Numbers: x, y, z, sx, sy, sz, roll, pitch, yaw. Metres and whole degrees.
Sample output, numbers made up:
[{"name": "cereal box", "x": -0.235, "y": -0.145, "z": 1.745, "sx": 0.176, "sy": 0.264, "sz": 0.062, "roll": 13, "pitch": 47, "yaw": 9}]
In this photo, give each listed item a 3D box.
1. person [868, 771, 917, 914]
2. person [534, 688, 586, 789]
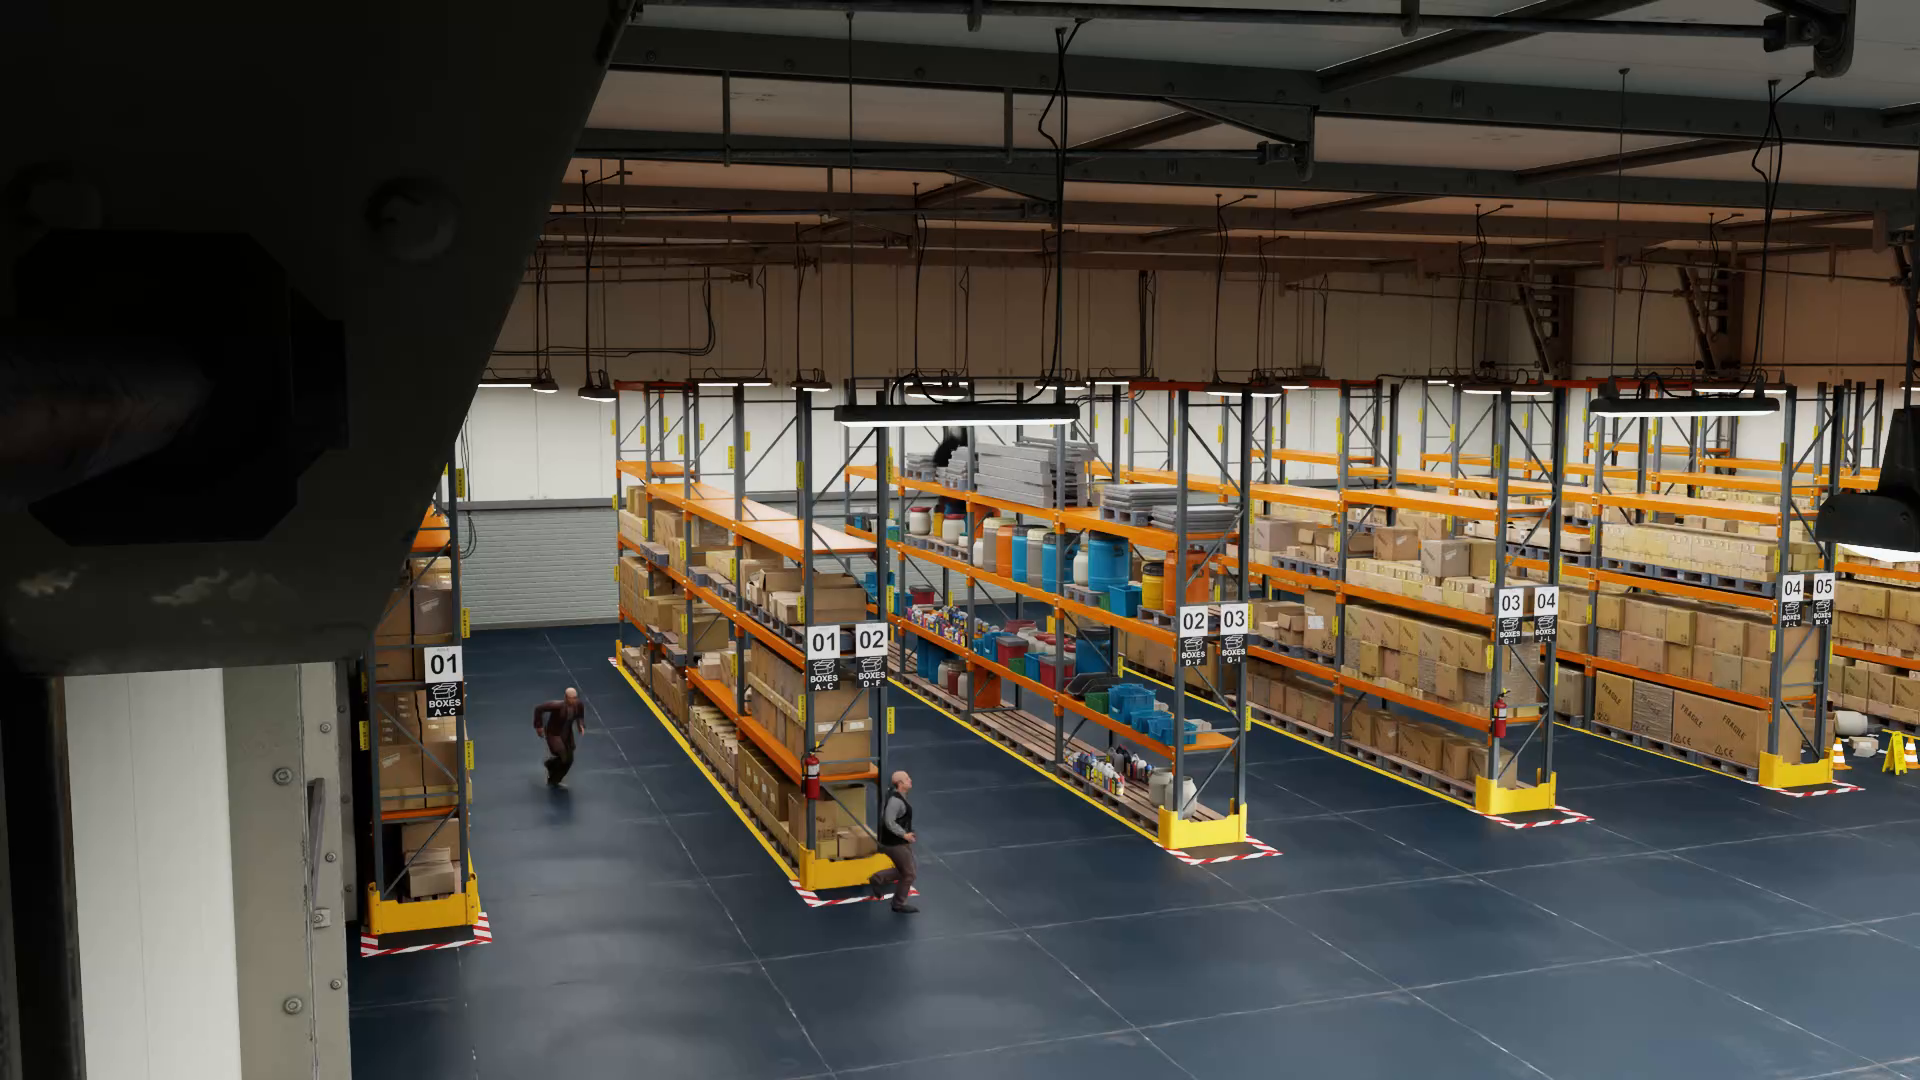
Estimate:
[{"name": "person", "x": -0.781, "y": 3.484, "z": 19.137, "sx": 0.581, "sy": 1.686, "sz": 0.662, "roll": 0, "pitch": 6, "yaw": 2}, {"name": "person", "x": -5.906, "y": 3.030, "z": 24.597, "sx": 0.868, "sy": 1.433, "sz": 0.736, "roll": 6, "pitch": 8, "yaw": 44}]
